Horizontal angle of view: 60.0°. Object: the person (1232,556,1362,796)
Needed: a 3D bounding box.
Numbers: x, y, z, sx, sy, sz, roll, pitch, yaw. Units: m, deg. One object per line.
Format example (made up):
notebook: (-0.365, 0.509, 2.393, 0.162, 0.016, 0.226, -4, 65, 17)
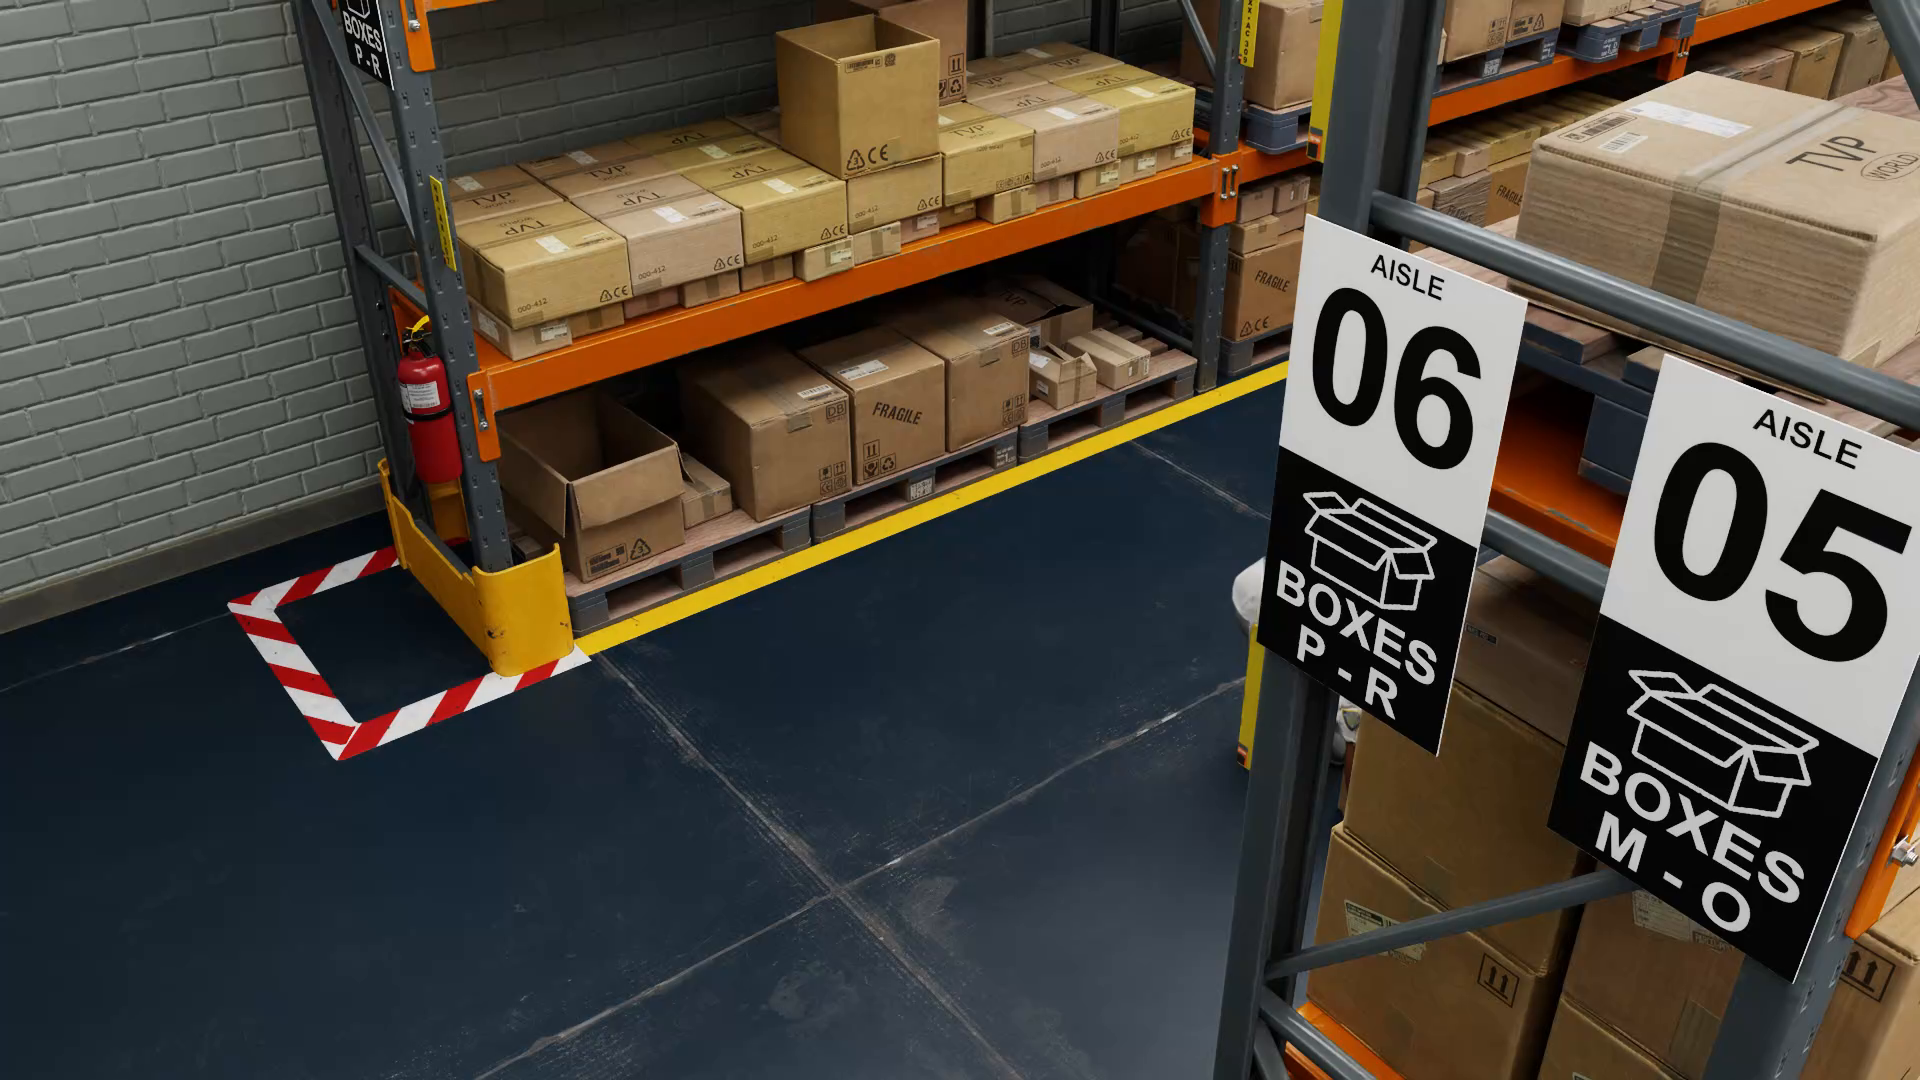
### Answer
person: (1.386, 0.527, 6.064, 0.450, 0.858, 0.909, -24, 40, -33)
